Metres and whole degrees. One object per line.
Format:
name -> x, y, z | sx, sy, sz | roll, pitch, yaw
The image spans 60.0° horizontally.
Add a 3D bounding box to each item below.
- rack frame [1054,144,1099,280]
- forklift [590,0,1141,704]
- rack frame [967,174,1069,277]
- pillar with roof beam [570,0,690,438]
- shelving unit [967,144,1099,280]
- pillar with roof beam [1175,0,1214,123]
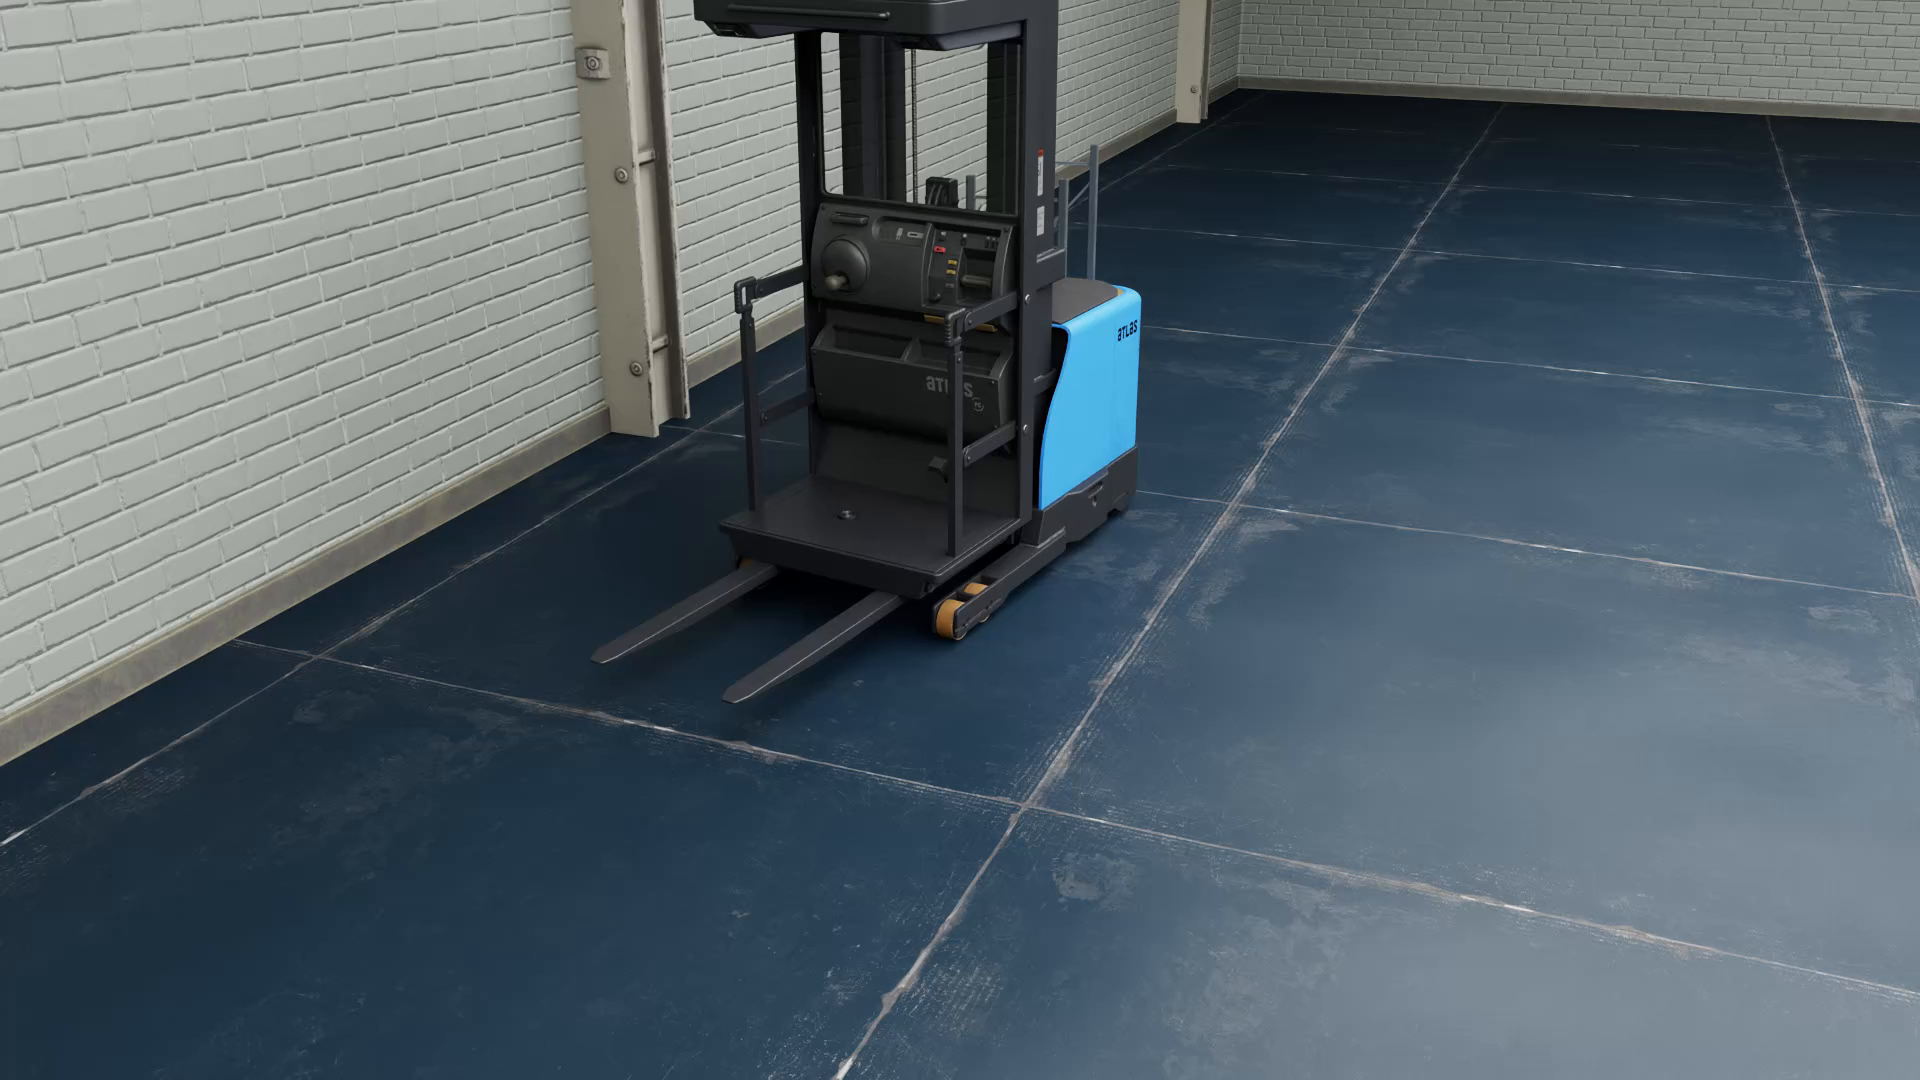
rack frame -> 0.503, -1.456, 9.289 | 0.500, 1.500, 0.032 | 5, 23, 12
forklift -> -0.314, -1.145, 6.689 | 1.130, 2.935, 3.031 | 13, 26, 28
rack frame -> 0.279, -1.073, 8.374 | 0.500, 1.500, 0.032 | 5, 23, 12
pillar with roof beam -> 2.255, -4.189, 6.103 | 9.100, 9.000, 0.400 | 9, 24, 20
shelving unit -> 0.391, -1.264, 8.831 | 0.538, 1.500, 1.048 | 5, 23, 12
pillar with roof beam -> 6.713, -8.483, 16.383 | 9.100, 9.000, 0.400 | 9, 24, 20
